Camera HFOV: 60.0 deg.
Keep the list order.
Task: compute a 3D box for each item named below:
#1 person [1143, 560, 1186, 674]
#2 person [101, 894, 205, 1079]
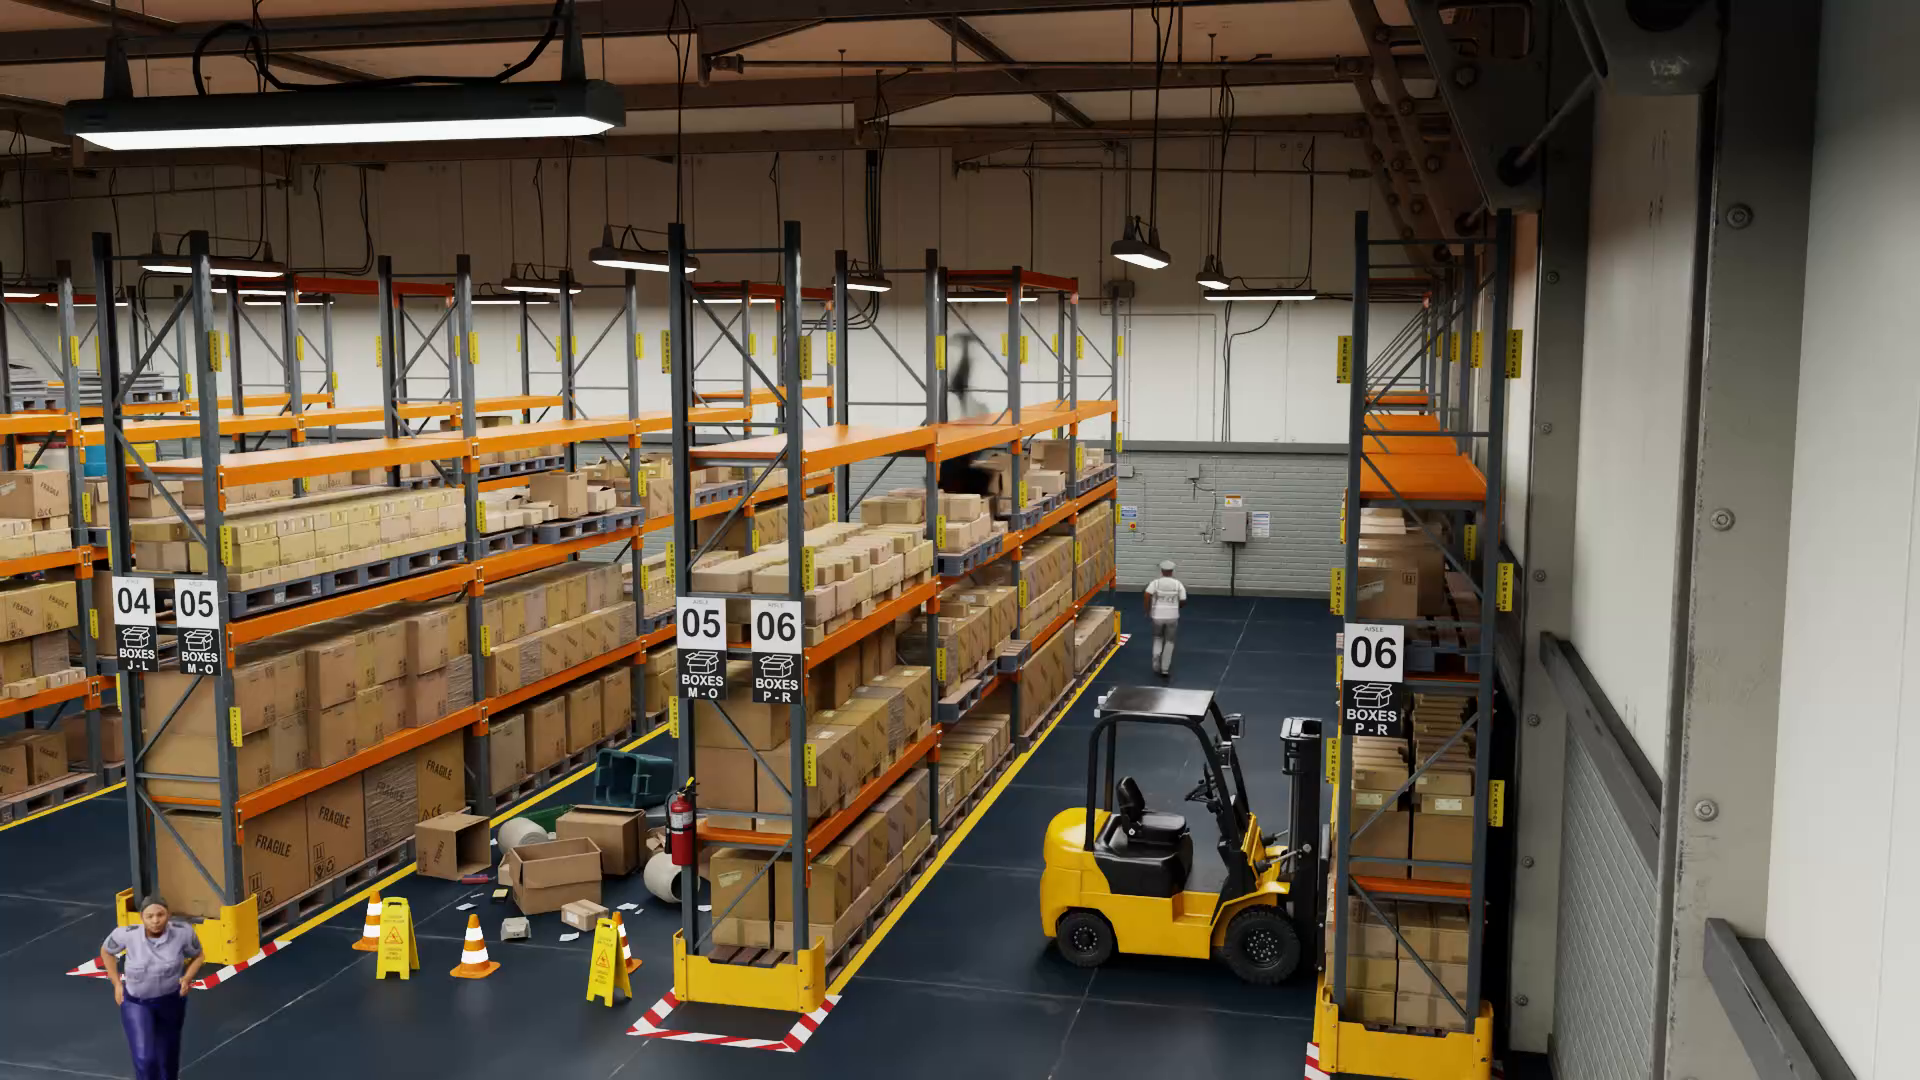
[{"bbox_3d":[3.155,1.177,25.597,0.642,1.733,0.729,2,7,12],"label":"person"},{"bbox_3d":[-5.282,3.099,10.930,0.600,1.578,0.892,-4,8,-31],"label":"person"}]
